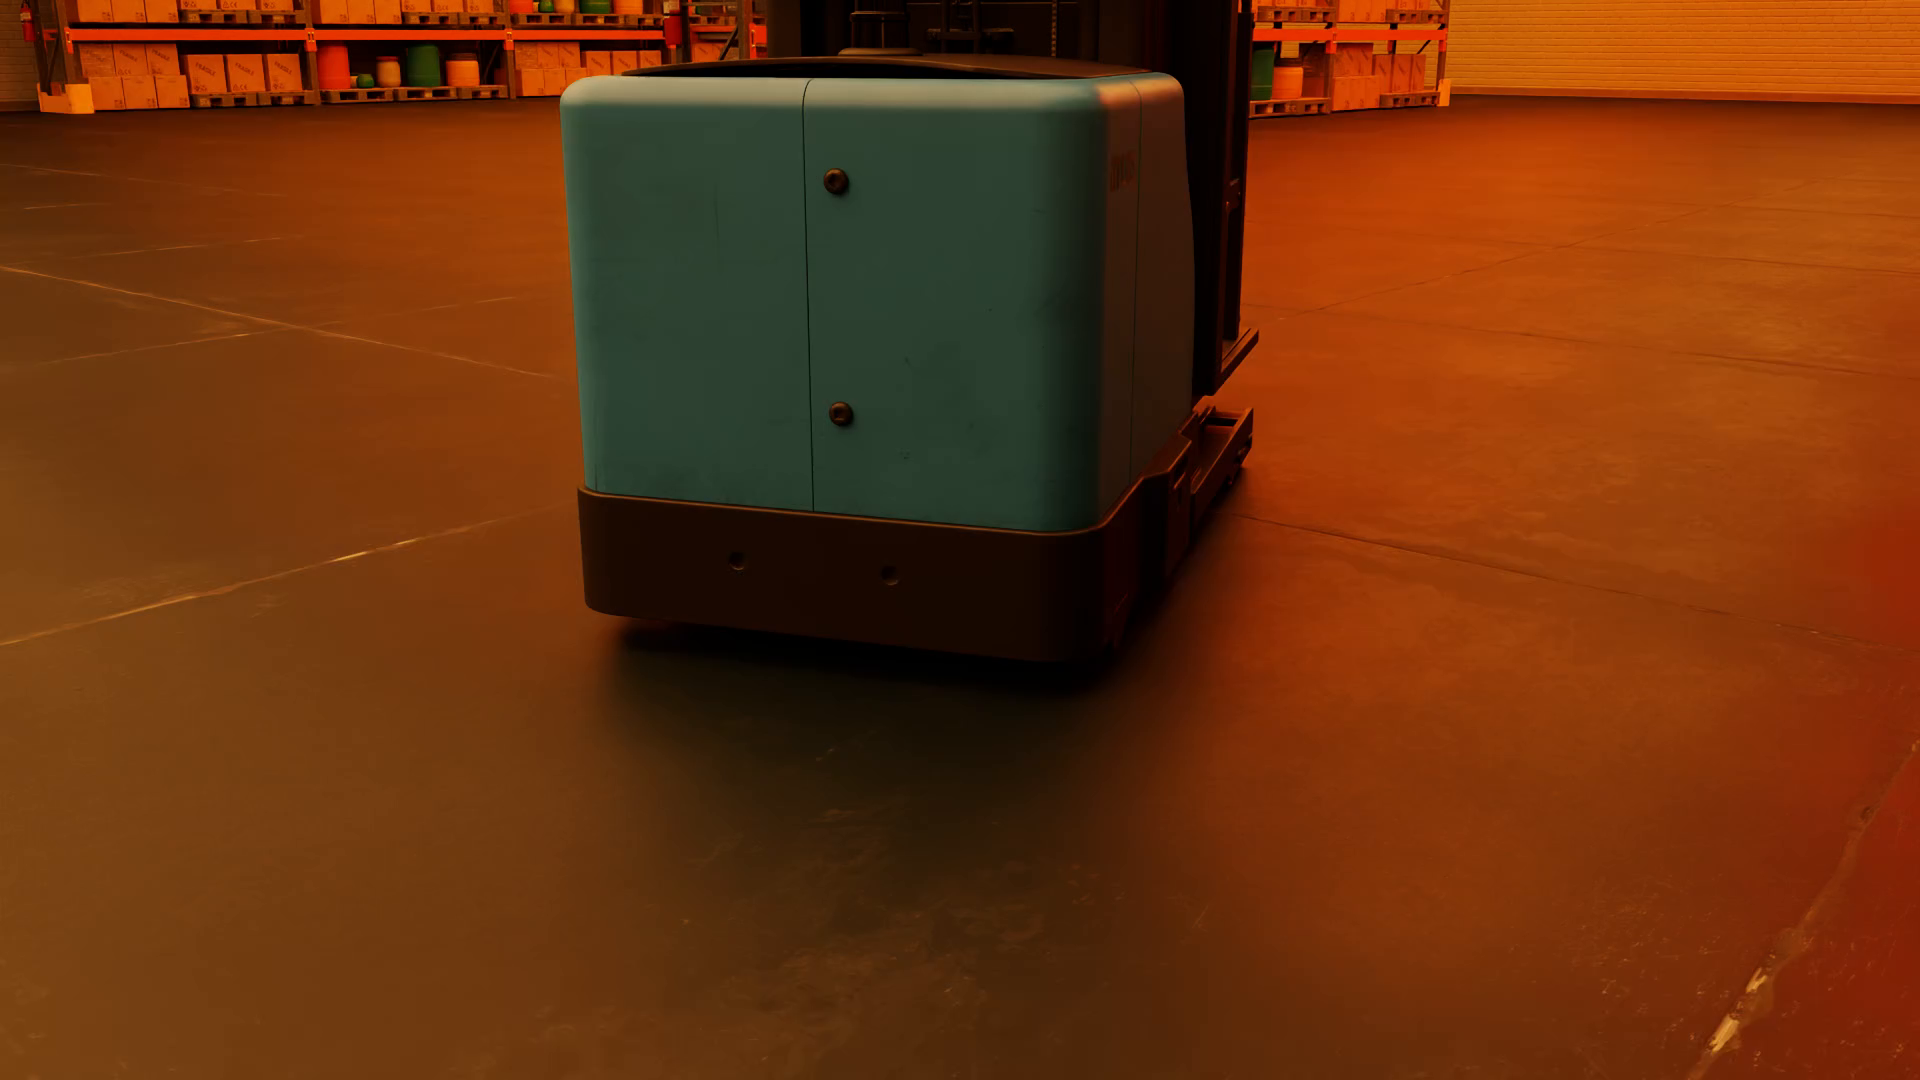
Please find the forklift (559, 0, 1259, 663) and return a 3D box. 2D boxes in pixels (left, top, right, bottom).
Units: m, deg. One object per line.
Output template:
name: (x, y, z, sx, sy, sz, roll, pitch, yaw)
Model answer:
forklift: (0.182, -1.571, 4.072, 1.130, 2.935, 3.031, 5, 18, 17)
